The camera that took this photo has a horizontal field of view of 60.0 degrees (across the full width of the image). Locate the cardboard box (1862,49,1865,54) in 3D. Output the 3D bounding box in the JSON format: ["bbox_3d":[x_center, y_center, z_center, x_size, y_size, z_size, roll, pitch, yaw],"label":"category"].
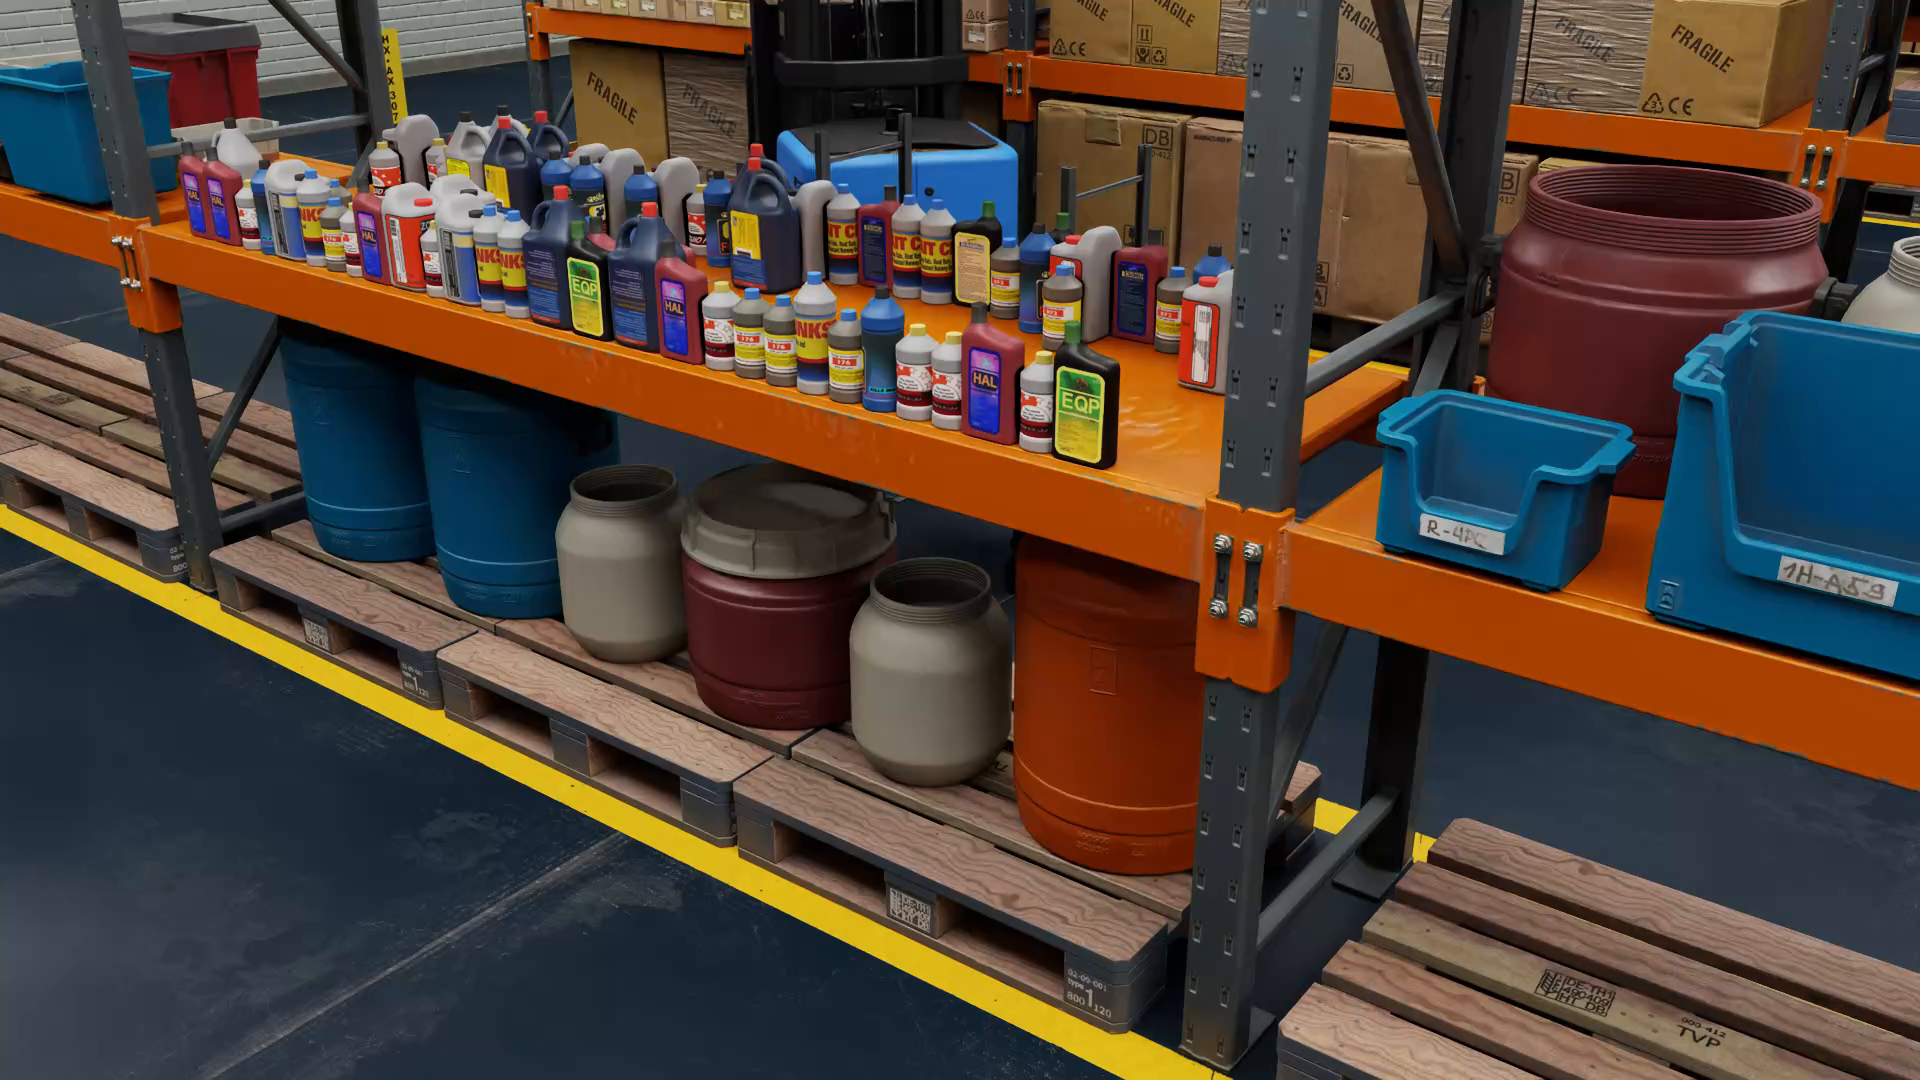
[{"bbox_3d":[6.046,-3.318,11.710,0.500,0.250,0.500,16,29,33],"label":"cardboard box"}]

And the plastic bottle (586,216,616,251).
[{"bbox_3d":[-0.880,-0.665,4.184,0.133,0.283,0.061,17,29,33],"label":"plastic bottle"}]

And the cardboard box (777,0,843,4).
[{"bbox_3d":[-0.732,-3.288,9.810,0.500,0.250,0.500,18,29,34],"label":"cardboard box"}]

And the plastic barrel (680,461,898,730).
[{"bbox_3d":[-0.473,0.140,4.682,0.708,0.588,0.600,17,29,33],"label":"plastic barrel"}]

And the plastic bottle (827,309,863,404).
[{"bbox_3d":[-0.247,-0.415,3.718,0.097,0.201,0.097,0,24,0],"label":"plastic bottle"}]

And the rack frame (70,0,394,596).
[{"bbox_3d":[-2.368,-1.353,5.600,0.127,3.000,1.000,17,29,33],"label":"rack frame"}]

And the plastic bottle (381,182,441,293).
[{"bbox_3d":[-1.485,-0.837,4.584,0.135,0.276,0.152,17,29,33],"label":"plastic bottle"}]

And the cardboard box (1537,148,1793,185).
[{"bbox_3d":[3.263,-1.377,7.769,0.875,0.875,1.225,15,28,31],"label":"cardboard box"}]

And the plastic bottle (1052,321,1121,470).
[{"bbox_3d":[0.253,-0.292,3.338,0.133,0.283,0.061,17,29,33],"label":"plastic bottle"}]

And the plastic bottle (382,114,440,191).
[{"bbox_3d":[-1.859,-1.305,5.645,0.135,0.276,0.152,17,29,33],"label":"plastic bottle"}]

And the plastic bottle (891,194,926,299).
[{"bbox_3d":[-0.136,-0.796,4.496,0.097,0.271,0.097,0,24,0],"label":"plastic bottle"}]

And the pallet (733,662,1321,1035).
[{"bbox_3d":[0.177,0.713,4.369,1.213,0.211,1.003,17,29,33],"label":"pallet"}]

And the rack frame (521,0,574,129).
[{"bbox_3d":[-2.598,-3.918,11.422,0.127,3.000,1.000,17,29,33],"label":"rack frame"}]

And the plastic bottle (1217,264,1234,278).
[{"bbox_3d":[0.680,-0.538,3.904,0.135,0.276,0.152,17,29,33],"label":"plastic bottle"}]

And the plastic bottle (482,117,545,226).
[{"bbox_3d":[-1.375,-1.122,5.138,0.185,0.351,0.144,17,29,33],"label":"plastic bottle"}]

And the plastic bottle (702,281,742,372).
[{"bbox_3d":[-0.558,-0.509,3.932,0.097,0.201,0.097,0,24,0],"label":"plastic bottle"}]

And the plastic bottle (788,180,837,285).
[{"bbox_3d":[-0.429,-0.873,4.665,0.135,0.276,0.152,17,29,33],"label":"plastic bottle"}]

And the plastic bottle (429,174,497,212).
[{"bbox_3d":[-1.394,-0.886,4.695,0.135,0.276,0.152,17,29,33],"label":"plastic bottle"}]

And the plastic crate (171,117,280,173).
[{"bbox_3d":[-2.655,-1.418,6.001,0.243,0.136,0.396,17,29,33],"label":"plastic crate"}]

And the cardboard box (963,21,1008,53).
[{"bbox_3d":[0.162,-2.804,9.205,0.250,0.149,0.380,17,29,34],"label":"cardboard box"}]

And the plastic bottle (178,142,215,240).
[{"bbox_3d":[-2.331,-1.073,5.110,0.133,0.283,0.061,17,29,33],"label":"plastic bottle"}]

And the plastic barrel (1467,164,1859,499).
[{"bbox_3d":[1.386,-0.433,3.344,0.708,0.536,0.600,17,29,33],"label":"plastic barrel"}]

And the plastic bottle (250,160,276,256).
[{"bbox_3d":[-2.043,-0.990,4.936,0.097,0.271,0.097,0,24,0],"label":"plastic bottle"}]

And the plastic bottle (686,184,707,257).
[{"bbox_3d":[-0.761,-0.953,4.938,0.097,0.201,0.097,0,24,0],"label":"plastic bottle"}]

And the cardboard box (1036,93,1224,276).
[{"bbox_3d":[1.127,-2.022,9.234,0.875,0.875,1.225,17,29,33],"label":"cardboard box"}]

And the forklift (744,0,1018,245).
[{"bbox_3d":[-0.587,-2.693,8.728,1.130,2.935,3.031,-6,25,-14],"label":"forklift"}]

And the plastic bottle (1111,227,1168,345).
[{"bbox_3d":[0.445,-0.635,4.116,0.133,0.283,0.061,17,29,33],"label":"plastic bottle"}]

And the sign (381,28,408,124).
[{"bbox_3d":[-2.037,-1.656,5.946,0.005,0.325,0.100,17,29,33],"label":"sign"}]

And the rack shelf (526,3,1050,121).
[{"bbox_3d":[-0.998,-3.105,10.470,4.000,0.370,1.077,17,29,33],"label":"rack shelf"}]

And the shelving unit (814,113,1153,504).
[{"bbox_3d":[0.068,-0.666,5.901,1.048,1.500,0.538,17,29,33],"label":"shelving unit"}]

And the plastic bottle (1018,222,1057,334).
[{"bbox_3d":[0.197,-0.665,4.198,0.097,0.271,0.097,0,24,0],"label":"plastic bottle"}]

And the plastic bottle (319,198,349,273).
[{"bbox_3d":[-1.779,-0.878,4.769,0.097,0.201,0.097,0,24,0],"label":"plastic bottle"}]

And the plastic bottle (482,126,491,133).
[{"bbox_3d":[-1.567,-1.217,5.445,0.135,0.276,0.152,17,29,33],"label":"plastic bottle"}]

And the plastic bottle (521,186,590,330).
[{"bbox_3d":[-1.019,-0.728,4.244,0.185,0.351,0.144,17,29,33],"label":"plastic bottle"}]

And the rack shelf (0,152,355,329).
[{"bbox_3d":[-3.969,-1.507,6.843,4.000,0.370,1.077,17,29,33],"label":"rack shelf"}]

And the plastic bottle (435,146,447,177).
[{"bbox_3d":[-1.679,-1.200,5.499,0.097,0.201,0.097,0,24,0],"label":"plastic bottle"}]

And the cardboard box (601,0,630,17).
[{"bbox_3d":[-2.101,-3.487,10.756,0.250,0.149,0.380,16,28,32],"label":"cardboard box"}]

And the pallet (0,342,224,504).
[{"bbox_3d":[-3.960,-0.537,7.207,1.213,0.211,1.003,17,29,33],"label":"pallet"}]

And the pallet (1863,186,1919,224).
[{"bbox_3d":[6.234,-2.473,11.600,1.213,0.211,1.003,17,29,33],"label":"pallet"}]

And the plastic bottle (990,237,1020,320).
[{"bbox_3d":[0.127,-0.685,4.330,0.097,0.201,0.097,0,24,0],"label":"plastic bottle"}]

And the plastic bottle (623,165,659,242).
[{"bbox_3d":[-0.930,-0.959,4.866,0.097,0.271,0.097,0,24,0],"label":"plastic bottle"}]

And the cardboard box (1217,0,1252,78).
[{"bbox_3d":[1.624,-2.562,8.221,0.500,0.500,0.500,16,28,32],"label":"cardboard box"}]

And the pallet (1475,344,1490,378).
[{"bbox_3d":[3.217,-0.922,8.082,1.213,0.211,1.003,17,29,33],"label":"pallet"}]

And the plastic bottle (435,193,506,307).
[{"bbox_3d":[-1.300,-0.781,4.457,0.135,0.276,0.152,17,29,33],"label":"plastic bottle"}]

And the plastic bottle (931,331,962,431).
[{"bbox_3d":[-0.013,-0.344,3.558,0.097,0.201,0.097,0,24,0],"label":"plastic bottle"}]

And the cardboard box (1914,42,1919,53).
[{"bbox_3d":[9.244,-4.595,15.072,0.875,0.875,0.875,17,29,33],"label":"cardboard box"}]

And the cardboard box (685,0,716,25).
[{"bbox_3d":[-1.482,-3.301,10.333,0.250,0.149,0.380,16,29,33],"label":"cardboard box"}]

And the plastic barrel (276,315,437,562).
[{"bbox_3d":[-1.943,-0.448,5.627,0.708,0.901,0.600,17,29,33],"label":"plastic barrel"}]

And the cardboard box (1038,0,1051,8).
[{"bbox_3d":[0.384,-3.216,9.647,0.500,0.250,0.500,16,29,32],"label":"cardboard box"}]

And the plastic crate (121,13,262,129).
[{"bbox_3d":[-2.932,-1.706,6.249,0.583,0.464,0.402,17,29,33],"label":"plastic crate"}]

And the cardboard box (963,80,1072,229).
[{"bbox_3d":[0.122,-2.356,9.991,0.875,0.875,0.875,17,29,33],"label":"cardboard box"}]

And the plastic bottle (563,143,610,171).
[{"bbox_3d":[-1.163,-1.095,5.168,0.135,0.276,0.152,17,29,33],"label":"plastic bottle"}]

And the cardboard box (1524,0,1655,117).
[{"bbox_3d":[2.864,-2.191,7.379,0.500,0.500,0.500,17,29,33],"label":"cardboard box"}]
